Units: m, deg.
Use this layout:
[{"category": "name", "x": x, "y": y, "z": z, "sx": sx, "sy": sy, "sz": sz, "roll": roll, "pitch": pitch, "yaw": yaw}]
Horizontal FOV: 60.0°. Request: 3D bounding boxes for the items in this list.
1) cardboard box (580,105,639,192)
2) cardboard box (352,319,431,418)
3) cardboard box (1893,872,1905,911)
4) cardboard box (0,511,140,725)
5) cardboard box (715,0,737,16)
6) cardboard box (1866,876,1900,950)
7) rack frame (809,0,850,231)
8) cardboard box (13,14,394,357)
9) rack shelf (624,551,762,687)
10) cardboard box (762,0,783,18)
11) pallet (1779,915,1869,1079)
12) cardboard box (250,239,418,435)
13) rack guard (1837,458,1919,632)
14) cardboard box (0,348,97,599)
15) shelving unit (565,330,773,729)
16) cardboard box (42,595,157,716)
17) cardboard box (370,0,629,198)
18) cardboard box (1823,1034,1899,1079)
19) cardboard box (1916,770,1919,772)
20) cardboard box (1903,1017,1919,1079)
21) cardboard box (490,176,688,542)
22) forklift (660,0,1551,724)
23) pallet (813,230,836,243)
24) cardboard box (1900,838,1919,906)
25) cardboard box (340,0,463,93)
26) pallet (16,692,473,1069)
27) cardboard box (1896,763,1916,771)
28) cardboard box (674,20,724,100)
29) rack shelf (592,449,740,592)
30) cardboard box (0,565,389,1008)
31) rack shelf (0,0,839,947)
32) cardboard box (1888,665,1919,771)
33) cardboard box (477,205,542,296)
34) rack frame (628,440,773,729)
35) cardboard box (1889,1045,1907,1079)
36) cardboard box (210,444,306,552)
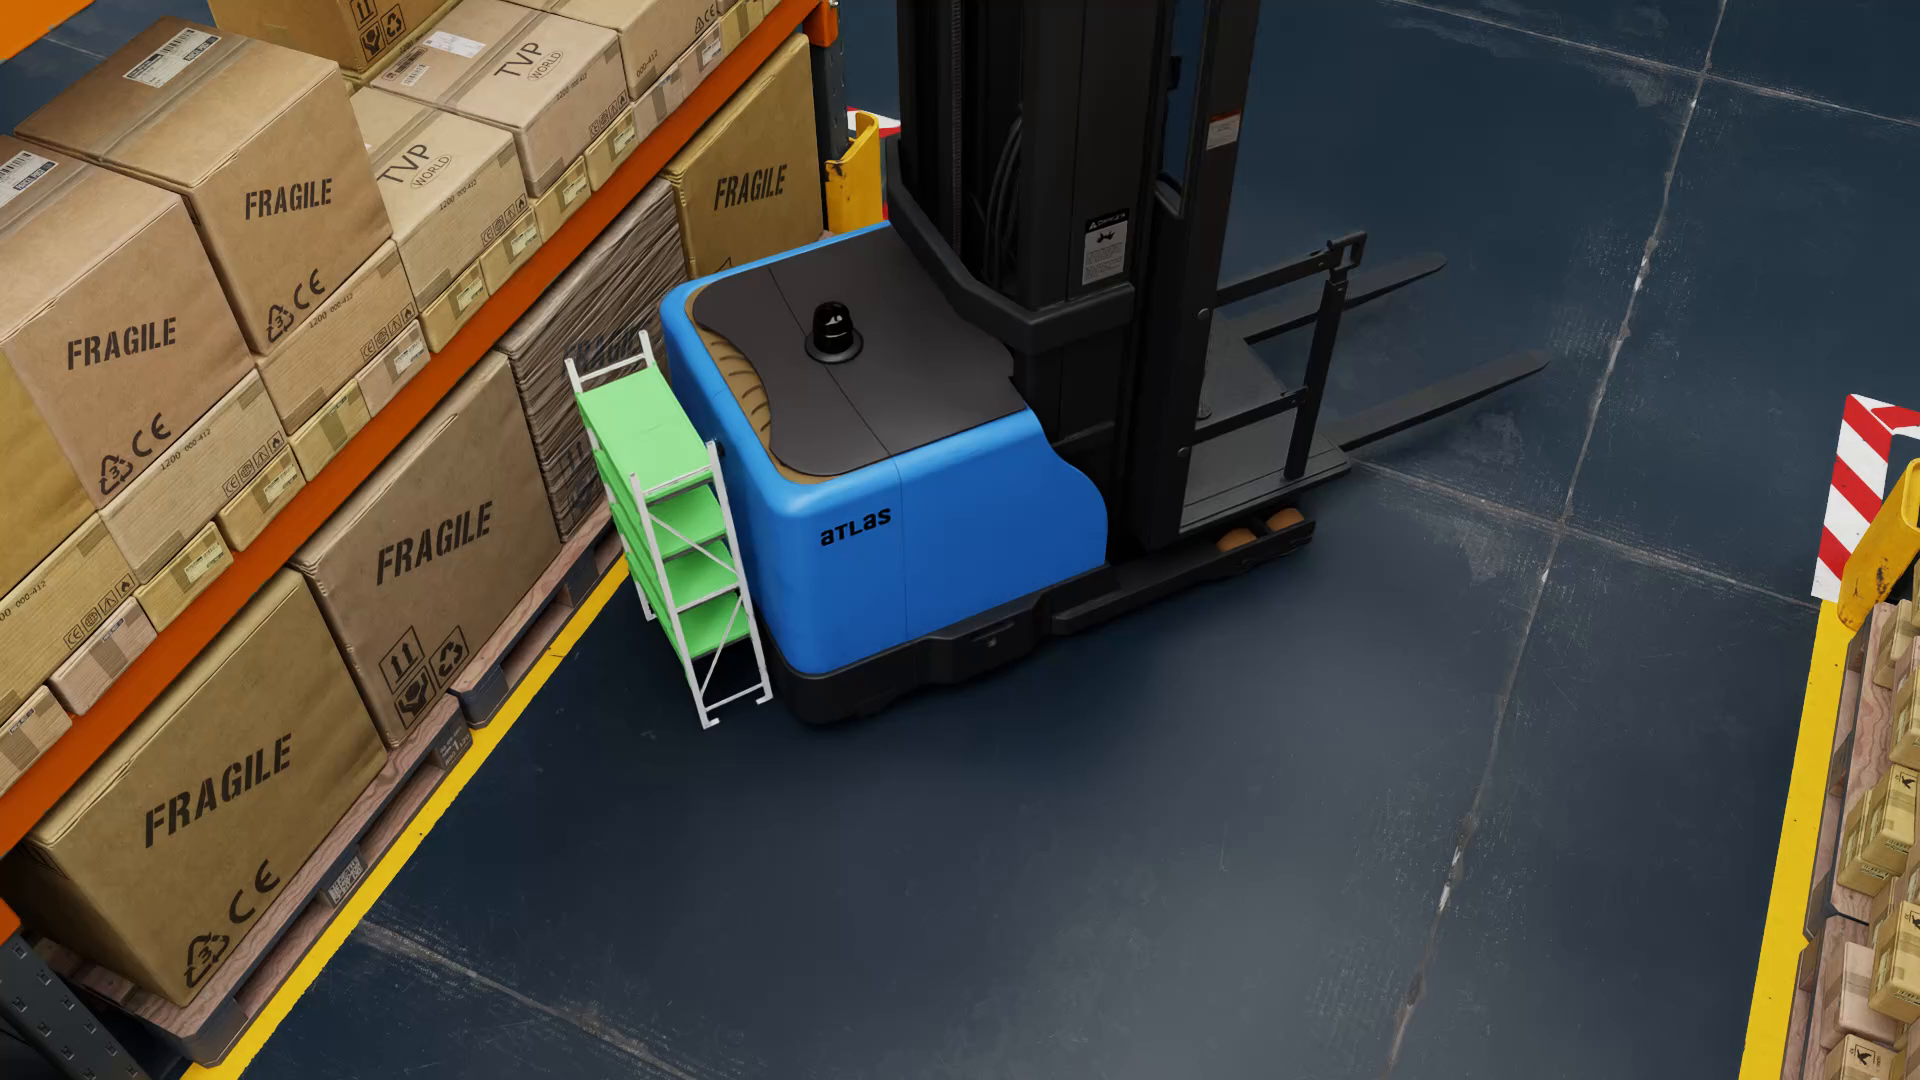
[{"category": "cardboard box", "x": -1.197, "y": -1.217, "z": 4.981, "sx": 0.380, "sy": 0.149, "sz": 0.250, "roll": 19, "pitch": 52, "yaw": 15}, {"category": "cardboard box", "x": -1.636, "y": -0.507, "z": 4.377, "sx": 0.380, "sy": 0.149, "sz": 0.250, "roll": 20, "pitch": 53, "yaw": 16}, {"category": "cardboard box", "x": 2.650, "y": 1.020, "z": 4.313, "sx": 0.380, "sy": 0.149, "sz": 0.250, "roll": 18, "pitch": 52, "yaw": 14}, {"category": "cardboard box", "x": -2.179, "y": 0.114, "z": 3.587, "sx": 0.500, "sy": 0.250, "sz": 0.500, "roll": 19, "pitch": 52, "yaw": 15}, {"category": "cardboard box", "x": -0.874, "y": -1.982, "z": 5.370, "sx": 0.500, "sy": 0.250, "sz": 0.500, "roll": 19, "pitch": 52, "yaw": 16}, {"category": "cardboard box", "x": 2.652, "y": 1.100, "z": 4.440, "sx": 0.380, "sy": 0.149, "sz": 0.250, "roll": 20, "pitch": 52, "yaw": 16}, {"category": "rack frame", "x": -0.907, "y": -2.355, "z": 5.784, "sx": 1.000, "sy": 3.000, "sz": 0.127, "roll": 20, "pitch": 52, "yaw": 16}, {"category": "cardboard box", "x": -1.745, "y": -0.834, "z": 3.901, "sx": 0.500, "sy": 0.500, "sz": 0.500, "roll": 18, "pitch": 52, "yaw": 15}, {"category": "rack shelf", "x": -0.832, "y": 0.195, "z": 5.187, "sx": 0.258, "sy": 0.148, "sz": 0.480, "roll": -24, "pitch": 54, "yaw": -16}, {"category": "cardboard box", "x": -0.762, "y": -1.921, "z": 5.580, "sx": 0.380, "sy": 0.149, "sz": 0.250, "roll": 21, "pitch": 53, "yaw": 17}, {"category": "pallet", "x": 2.600, "y": 1.670, "z": 4.191, "sx": 1.003, "sy": 0.211, "sz": 1.213, "roll": 20, "pitch": 52, "yaw": 16}, {"category": "cardboard box", "x": -1.746, "y": -0.586, "z": 4.182, "sx": 0.500, "sy": 0.250, "sz": 0.500, "roll": 21, "pitch": 53, "yaw": 17}, {"category": "rack guard", "x": 3.502, "y": 0.191, "z": 5.259, "sx": 1.175, "sy": 0.500, "sz": 0.348, "roll": 20, "pitch": 52, "yaw": 16}, {"category": "cardboard box", "x": -2.180, "y": -0.138, "z": 3.308, "sx": 0.500, "sy": 0.500, "sz": 0.500, "roll": 20, "pitch": 52, "yaw": 16}, {"category": "shelving unit", "x": -0.844, "y": 0.003, "z": 4.952, "sx": 0.258, "sy": 1.200, "sz": 0.503, "roll": -24, "pitch": 54, "yaw": -16}, {"category": "cardboard box", "x": -2.077, "y": 0.205, "z": 3.771, "sx": 0.380, "sy": 0.149, "sz": 0.250, "roll": 18, "pitch": 52, "yaw": 15}, {"category": "cardboard box", "x": -1.309, "y": -1.283, "z": 4.775, "sx": 0.500, "sy": 0.250, "sz": 0.500, "roll": 18, "pitch": 52, "yaw": 15}, {"category": "cardboard box", "x": 2.372, "y": 1.443, "z": 4.149, "sx": 0.380, "sy": 0.149, "sz": 0.250, "roll": 20, "pitch": 52, "yaw": 16}, {"category": "cardboard box", "x": 2.885, "y": 0.665, "z": 4.615, "sx": 0.380, "sy": 0.149, "sz": 0.250, "roll": 20, "pitch": 53, "yaw": 17}, {"category": "cardboard box", "x": 2.438, "y": 1.291, "z": 3.887, "sx": 0.380, "sy": 0.149, "sz": 0.250, "roll": 20, "pitch": 52, "yaw": 16}, {"category": "cardboard box", "x": -1.497, "y": -0.709, "z": 5.503, "sx": 0.875, "sy": 0.875, "sz": 0.875, "roll": 20, "pitch": 52, "yaw": 16}, {"category": "forklift", "x": 0.638, "y": -1.174, "z": 4.824, "sx": 3.031, "sy": 2.935, "sz": 1.130, "roll": -21, "pitch": 53, "yaw": -17}, {"category": "pallet", "x": -1.178, "y": -0.875, "z": 6.356, "sx": 1.003, "sy": 0.211, "sz": 1.213, "roll": 20, "pitch": 52, "yaw": 16}, {"category": "cardboard box", "x": 2.612, "y": 0.920, "z": 4.203, "sx": 0.380, "sy": 0.149, "sz": 0.250, "roll": 22, "pitch": 53, "yaw": 17}, {"category": "cardboard box", "x": -1.791, "y": -1.455, "z": 4.921, "sx": 0.500, "sy": 0.250, "sz": 0.500, "roll": 18, "pitch": 52, "yaw": 15}, {"category": "pallet", "x": -2.221, "y": 0.805, "z": 4.926, "sx": 1.003, "sy": 0.211, "sz": 1.213, "roll": 20, "pitch": 52, "yaw": 16}, {"category": "cardboard box", "x": 2.883, "y": 0.753, "z": 4.736, "sx": 0.380, "sy": 0.149, "sz": 0.250, "roll": 20, "pitch": 53, "yaw": 16}, {"category": "cardboard box", "x": -0.980, "y": -1.568, "z": 5.280, "sx": 0.380, "sy": 0.149, "sz": 0.250, "roll": 20, "pitch": 52, "yaw": 16}, {"category": "rack shelf", "x": -0.852, "y": -0.108, "z": 4.815, "sx": 0.258, "sy": 0.148, "sz": 0.480, "roll": -24, "pitch": 54, "yaw": -16}, {"category": "cardboard box", "x": -2.262, "y": 0.524, "z": 4.454, "sx": 0.875, "sy": 0.875, "sz": 0.875, "roll": 20, "pitch": 52, "yaw": 16}, {"category": "rack shelf", "x": -1.762, "y": -0.744, "z": 4.886, "sx": 1.077, "sy": 0.370, "sz": 4.000, "roll": 20, "pitch": 52, "yaw": 16}, {"category": "cardboard box", "x": 2.770, "y": 0.535, "z": 4.531, "sx": 0.380, "sy": 0.149, "sz": 0.250, "roll": 20, "pitch": 52, "yaw": 16}, {"category": "cardboard box", "x": -1.415, "y": -0.868, "z": 4.684, "sx": 0.380, "sy": 0.149, "sz": 0.250, "roll": 21, "pitch": 53, "yaw": 17}, {"category": "rack frame", "x": -0.729, "y": 0.167, "z": 4.812, "sx": 0.240, "sy": 1.200, "sz": 0.015, "roll": -24, "pitch": 54, "yaw": -16}, {"category": "cardboard box", "x": 2.447, "y": 1.403, "z": 3.987, "sx": 0.380, "sy": 0.149, "sz": 0.250, "roll": 22, "pitch": 53, "yaw": 18}, {"category": "cardboard box", "x": -1.854, "y": -0.158, "z": 4.080, "sx": 0.380, "sy": 0.149, "sz": 0.250, "roll": 18, "pitch": 52, "yaw": 15}]
